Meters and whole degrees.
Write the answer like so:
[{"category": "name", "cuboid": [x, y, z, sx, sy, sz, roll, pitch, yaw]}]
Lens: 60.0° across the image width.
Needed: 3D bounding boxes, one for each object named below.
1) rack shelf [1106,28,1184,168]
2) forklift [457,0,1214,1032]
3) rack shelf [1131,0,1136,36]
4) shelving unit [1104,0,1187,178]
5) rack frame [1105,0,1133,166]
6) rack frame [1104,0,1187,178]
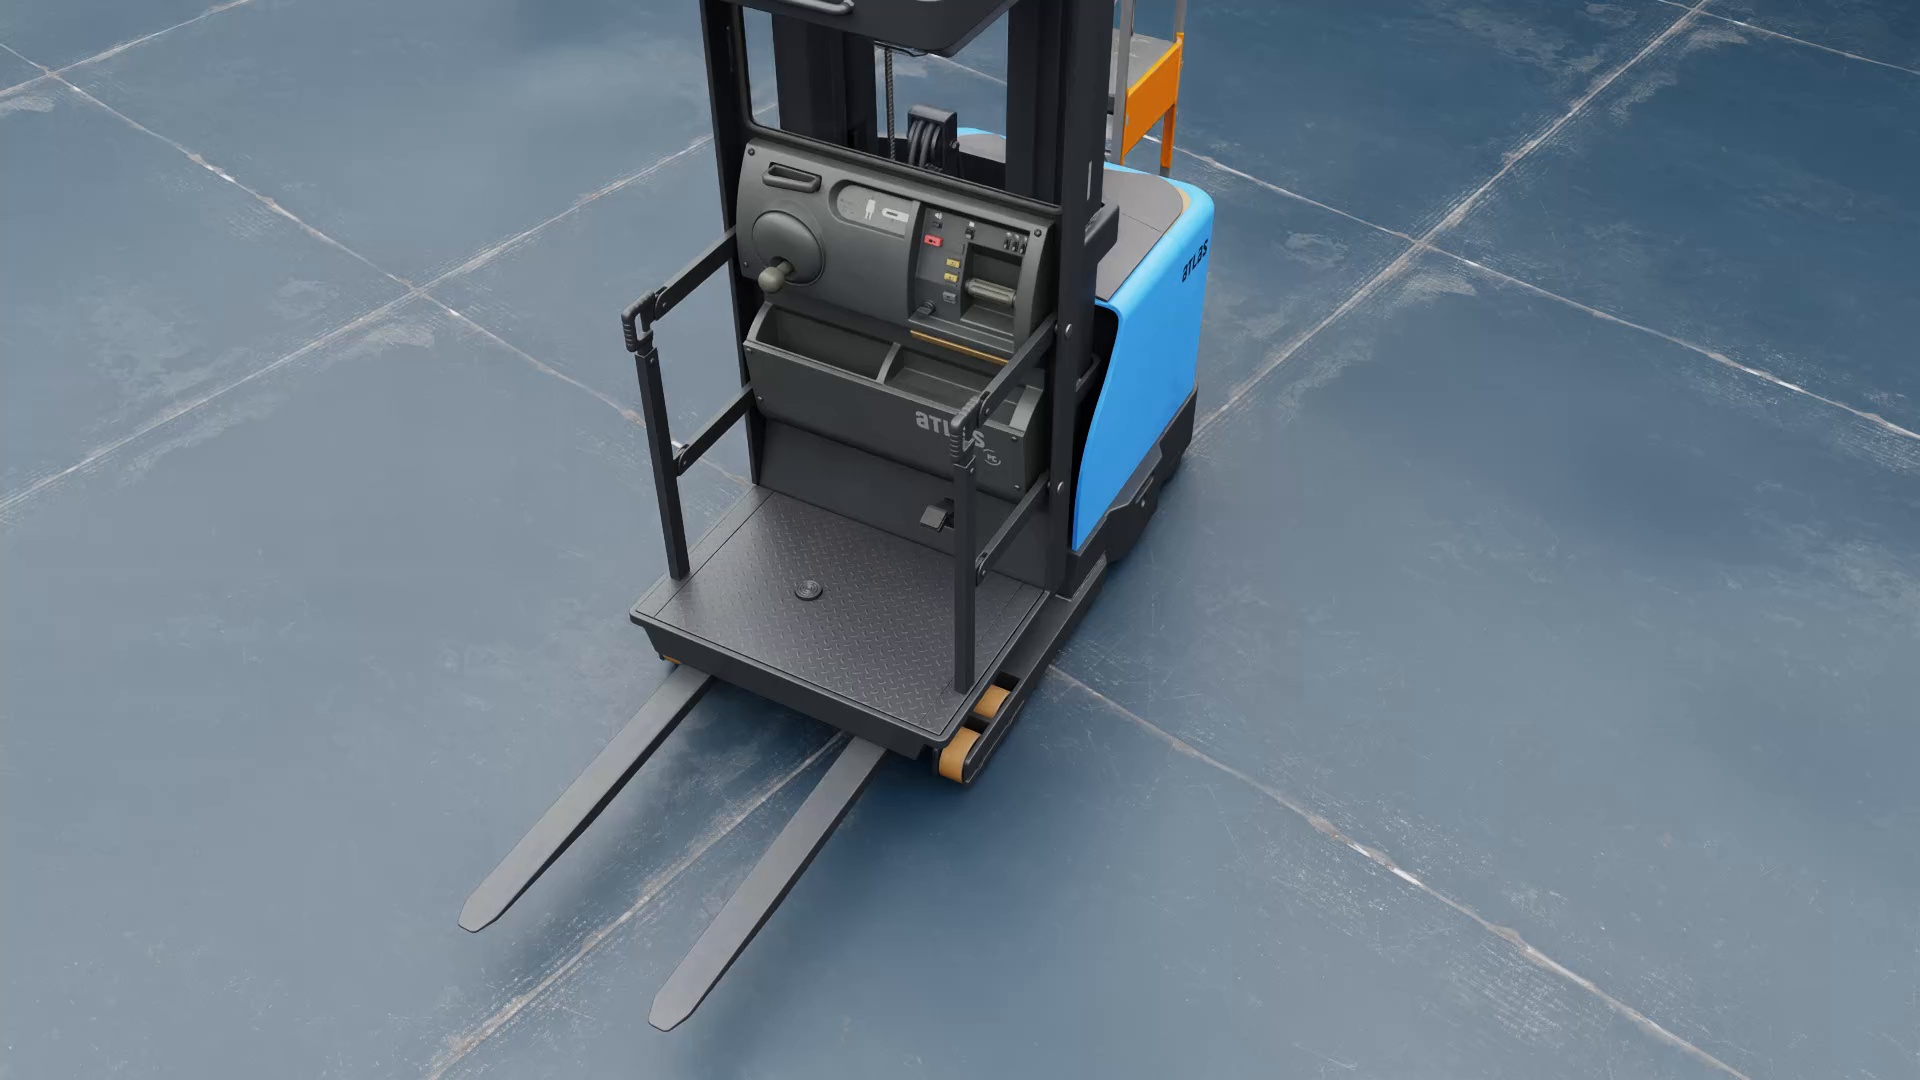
[{"category": "rack shelf", "cuboid": [0.480, -1.485, 5.839, 0.431, 0.518, 0.480, 20, 45, 20]}, {"category": "forklift", "cuboid": [-0.298, -0.712, 4.355, 1.130, 2.935, 3.031, 20, 46, 21]}, {"category": "rack shelf", "cuboid": [0.484, -2.008, 5.373, 0.431, 0.518, 0.480, 20, 45, 20]}, {"category": "shelving unit", "cuboid": [0.480, -1.496, 5.830, 0.431, 2.100, 0.503, 20, 45, 20]}, {"category": "rack frame", "cuboid": [0.365, -1.353, 5.668, 0.400, 2.100, 0.015, 20, 45, 20]}, {"category": "rack frame", "cuboid": [0.595, -1.638, 5.991, 0.400, 2.100, 0.015, 20, 45, 20]}]
